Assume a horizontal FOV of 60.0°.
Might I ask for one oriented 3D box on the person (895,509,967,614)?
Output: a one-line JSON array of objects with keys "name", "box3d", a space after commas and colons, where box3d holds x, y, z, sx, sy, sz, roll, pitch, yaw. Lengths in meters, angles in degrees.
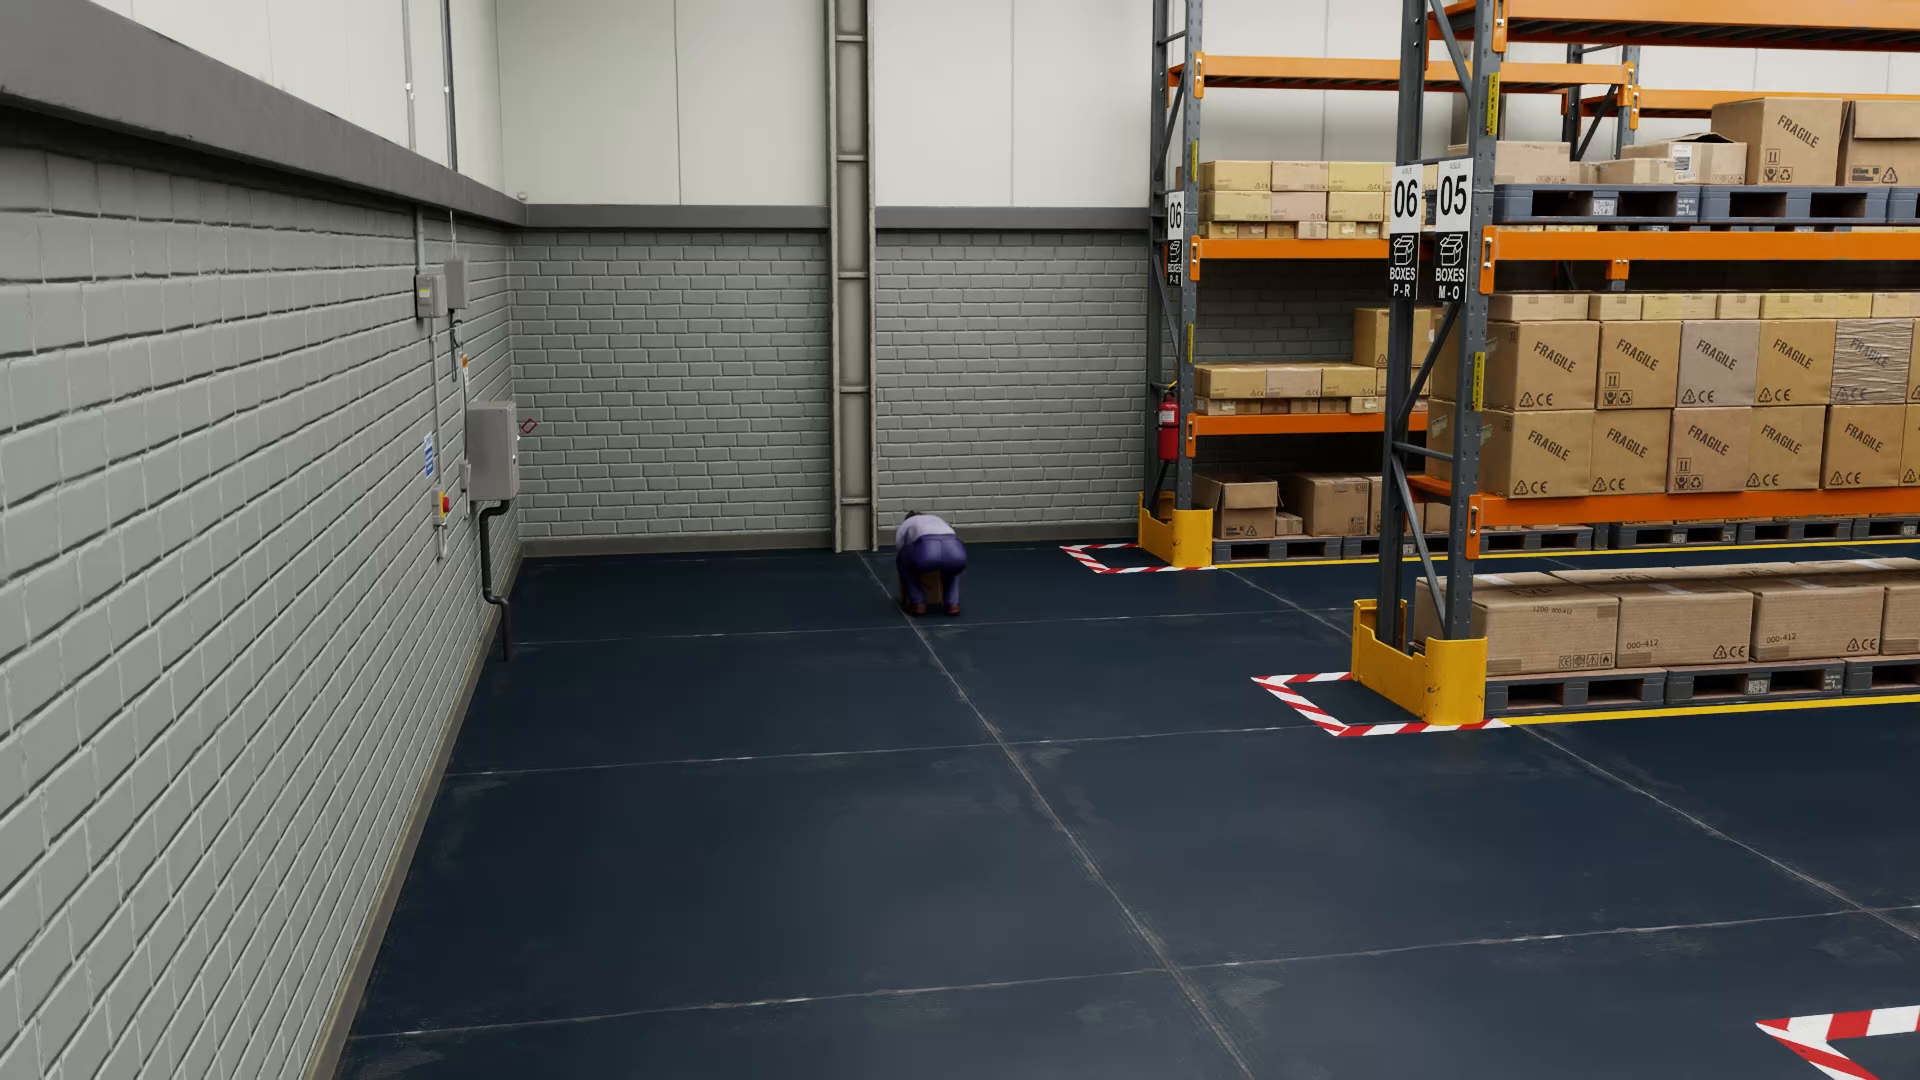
[{"name": "person", "box3d": [-0.232, 0.177, 12.669, 0.495, 0.746, 0.888, -2, 10, -12]}]
